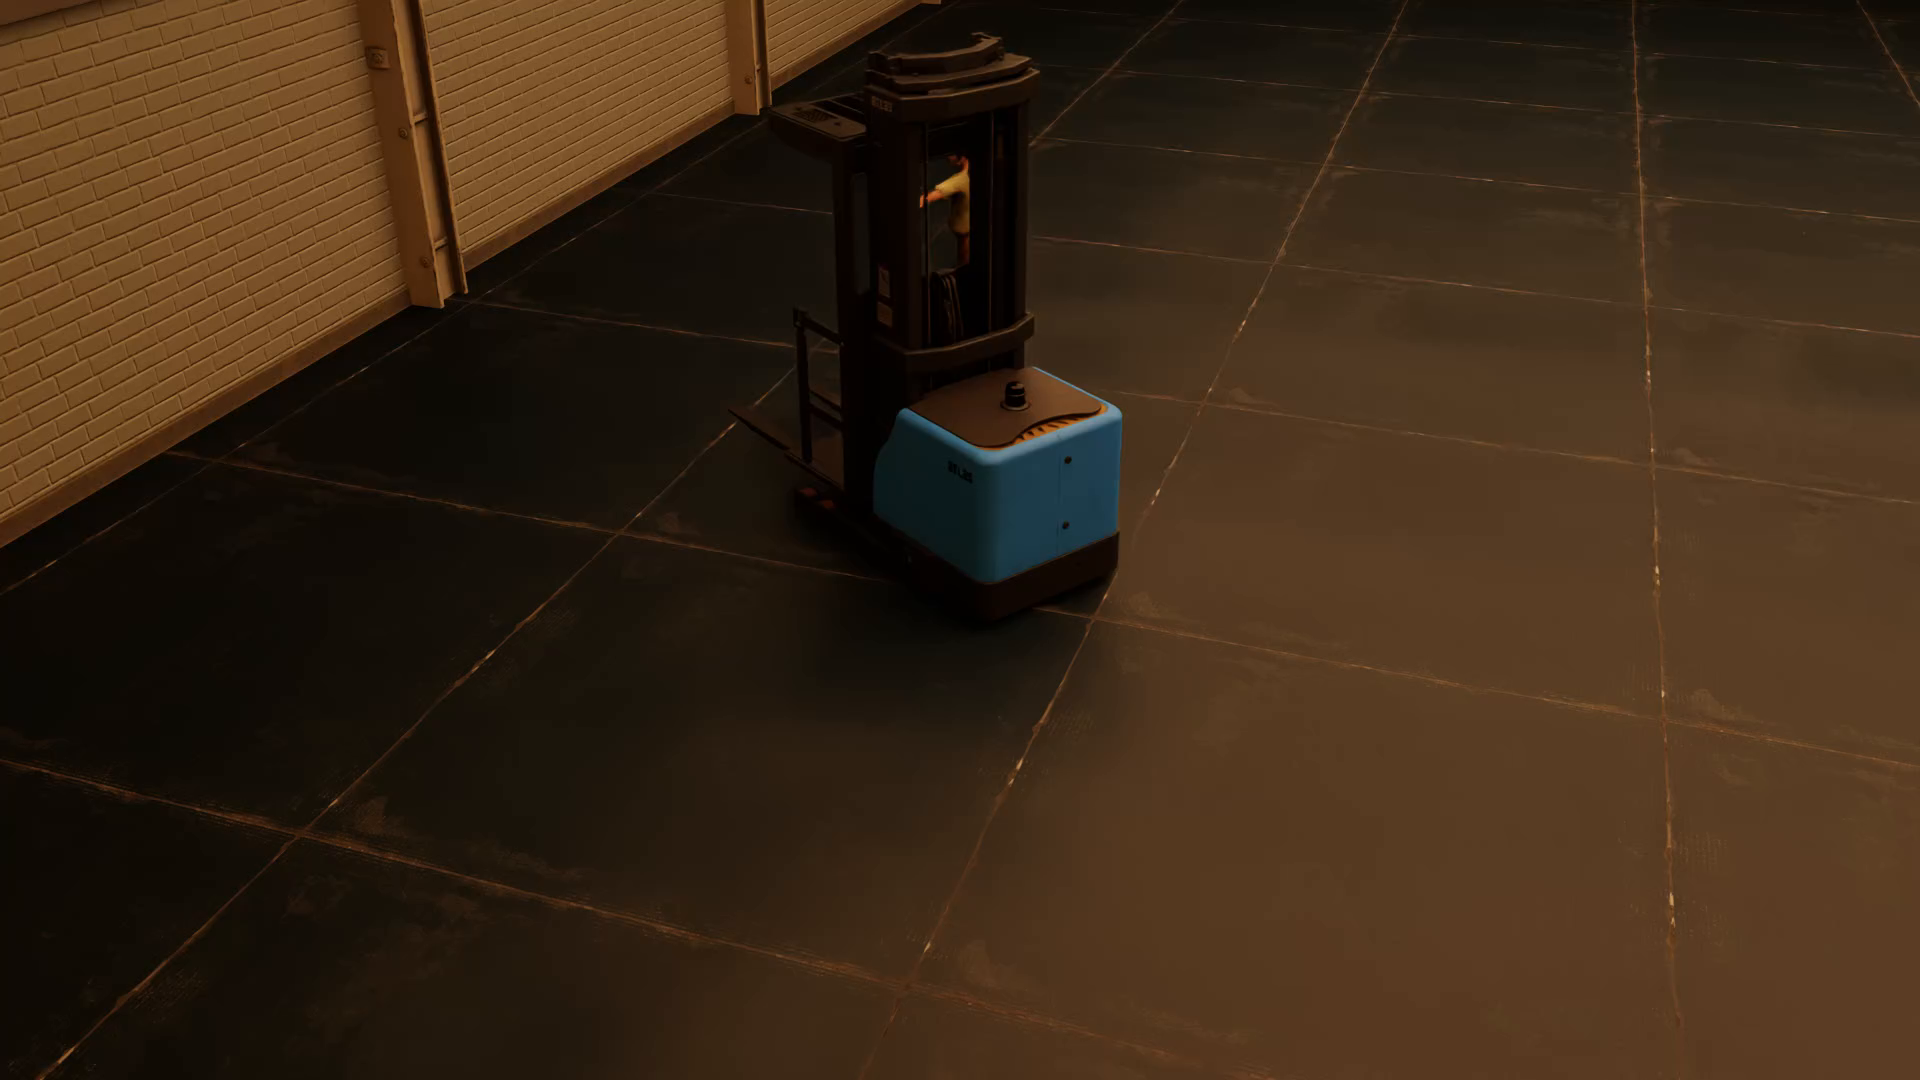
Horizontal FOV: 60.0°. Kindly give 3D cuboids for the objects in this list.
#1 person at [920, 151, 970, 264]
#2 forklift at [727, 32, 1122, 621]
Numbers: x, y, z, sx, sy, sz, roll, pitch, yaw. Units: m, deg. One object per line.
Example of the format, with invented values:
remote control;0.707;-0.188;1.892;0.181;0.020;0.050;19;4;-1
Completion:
person;-0.162;-2.580;13.233;0.865;1.386;0.951;-3;30;-5
forklift;-0.384;-1.493;9.756;1.130;2.935;3.031;-21;36;-32
